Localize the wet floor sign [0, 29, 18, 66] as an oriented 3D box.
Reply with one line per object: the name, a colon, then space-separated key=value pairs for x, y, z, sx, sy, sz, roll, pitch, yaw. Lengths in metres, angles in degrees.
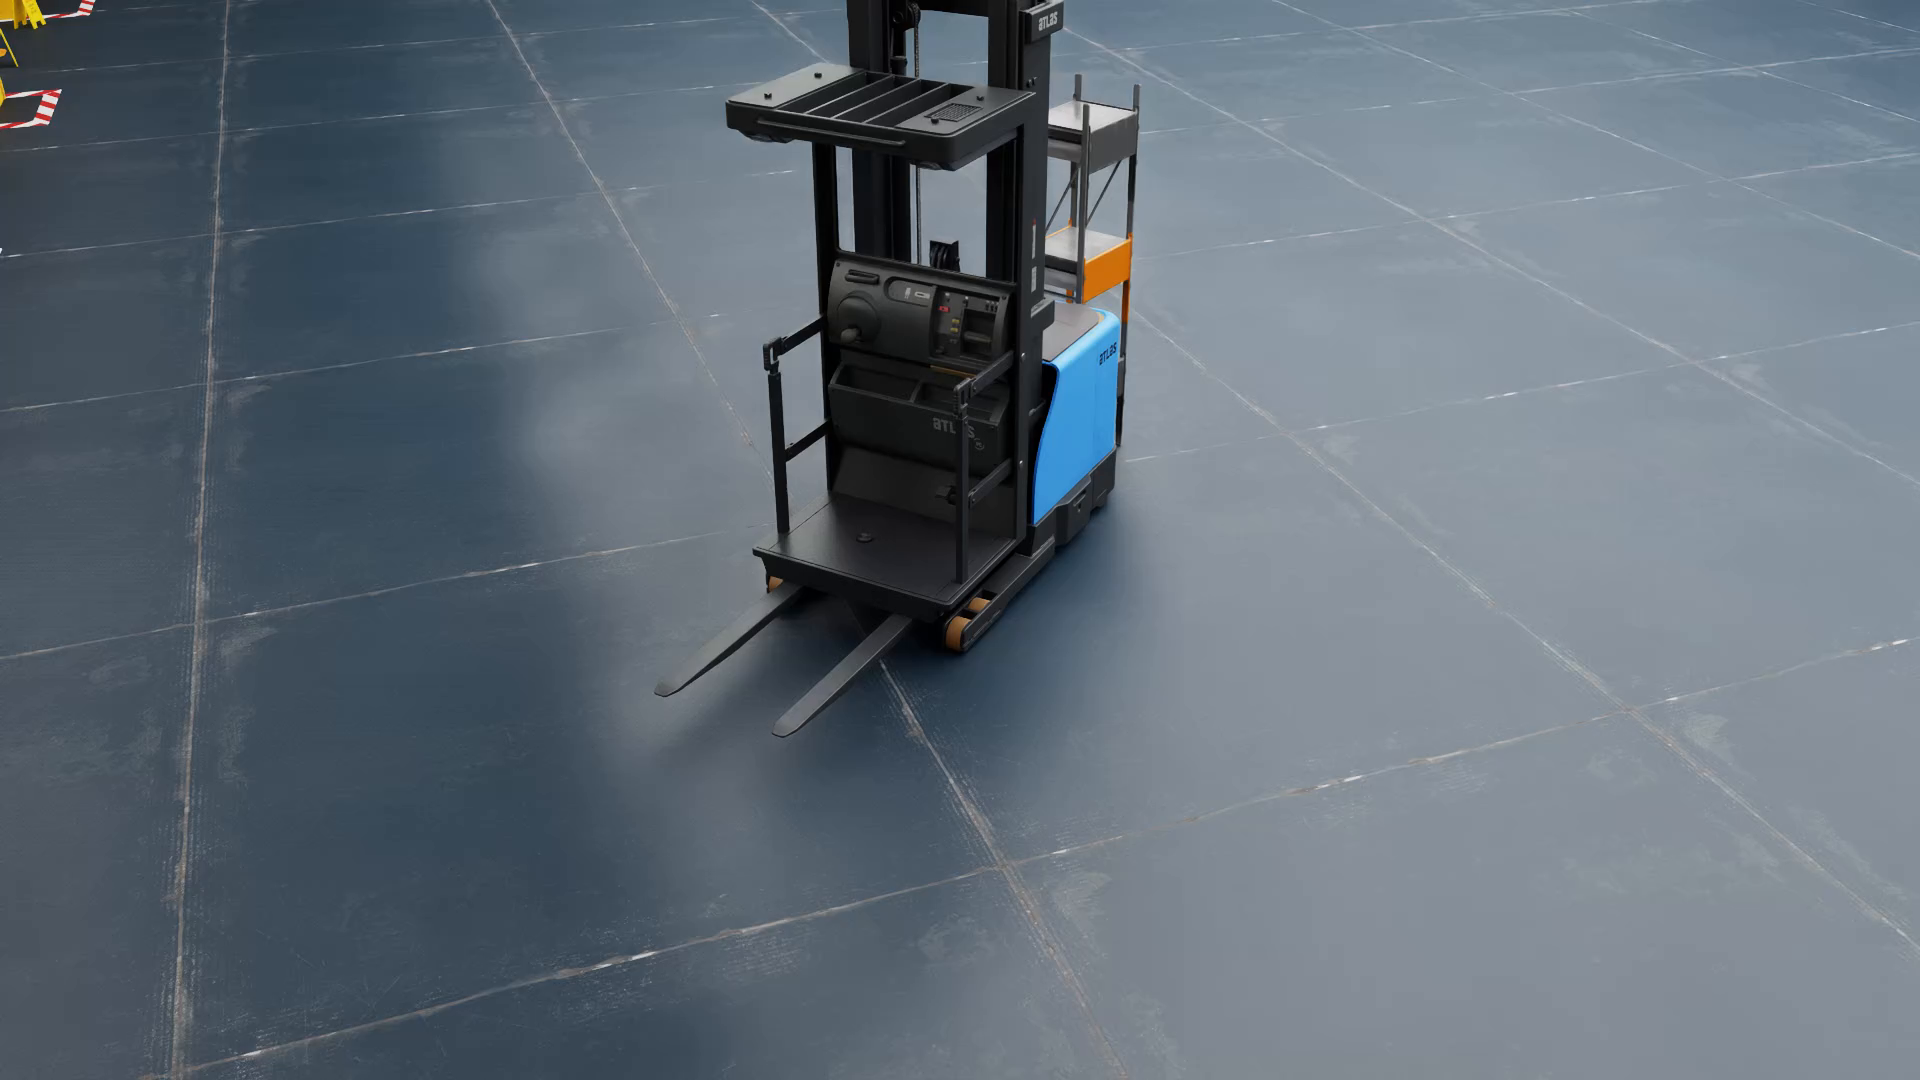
wet floor sign: x=-10.080 y=-5.292 z=17.387 sx=0.232 sy=0.644 sz=0.267 roll=-16 pitch=33 yaw=-26

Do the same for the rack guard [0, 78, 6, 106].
rack guard: x=-9.394 y=-4.310 z=15.809 sx=0.348 sy=0.500 sz=1.175 roll=-10 pitch=31 yaw=-18

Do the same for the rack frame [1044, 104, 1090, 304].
rack frame: x=0.488 y=-1.326 z=8.957 sx=0.400 sy=2.100 sz=0.015 roll=20 pitch=35 yaw=31

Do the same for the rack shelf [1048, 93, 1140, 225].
rack shelf: x=0.634 y=-2.020 z=8.788 sx=0.431 sy=0.518 sz=0.480 roll=20 pitch=35 yaw=31

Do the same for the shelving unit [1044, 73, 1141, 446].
shelving unit: x=0.634 y=-1.423 z=9.127 sx=0.431 sy=2.100 sz=0.503 roll=20 pitch=35 yaw=31

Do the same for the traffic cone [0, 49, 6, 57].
traffic cone: x=-10.485 y=-5.439 z=17.830 sx=0.334 sy=0.463 sz=0.336 roll=-10 pitch=31 yaw=-18

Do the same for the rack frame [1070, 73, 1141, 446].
rack frame: x=0.779 y=-1.520 z=9.298 sx=0.400 sy=2.100 sz=0.015 roll=20 pitch=35 yaw=31

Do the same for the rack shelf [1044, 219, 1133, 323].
rack shelf: x=0.634 y=-1.412 z=9.134 sx=0.431 sy=0.518 sz=0.480 roll=20 pitch=35 yaw=31

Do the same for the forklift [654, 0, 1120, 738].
forklift: x=-0.299 y=-1.002 z=7.548 sx=1.130 sy=2.935 sz=3.031 roll=15 pitch=33 yaw=25

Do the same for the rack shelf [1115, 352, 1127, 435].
rack shelf: x=0.634 y=-0.803 z=9.481 sx=0.431 sy=0.518 sz=0.480 roll=20 pitch=35 yaw=31

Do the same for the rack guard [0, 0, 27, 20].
rack guard: x=-11.309 y=-6.571 z=19.779 sx=0.348 sy=0.500 sz=1.175 roll=-10 pitch=31 yaw=-18

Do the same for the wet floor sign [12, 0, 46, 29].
wet floor sign: x=-10.686 y=-6.184 z=18.953 sx=0.232 sy=0.644 sz=0.267 roll=0 pitch=30 yaw=0
